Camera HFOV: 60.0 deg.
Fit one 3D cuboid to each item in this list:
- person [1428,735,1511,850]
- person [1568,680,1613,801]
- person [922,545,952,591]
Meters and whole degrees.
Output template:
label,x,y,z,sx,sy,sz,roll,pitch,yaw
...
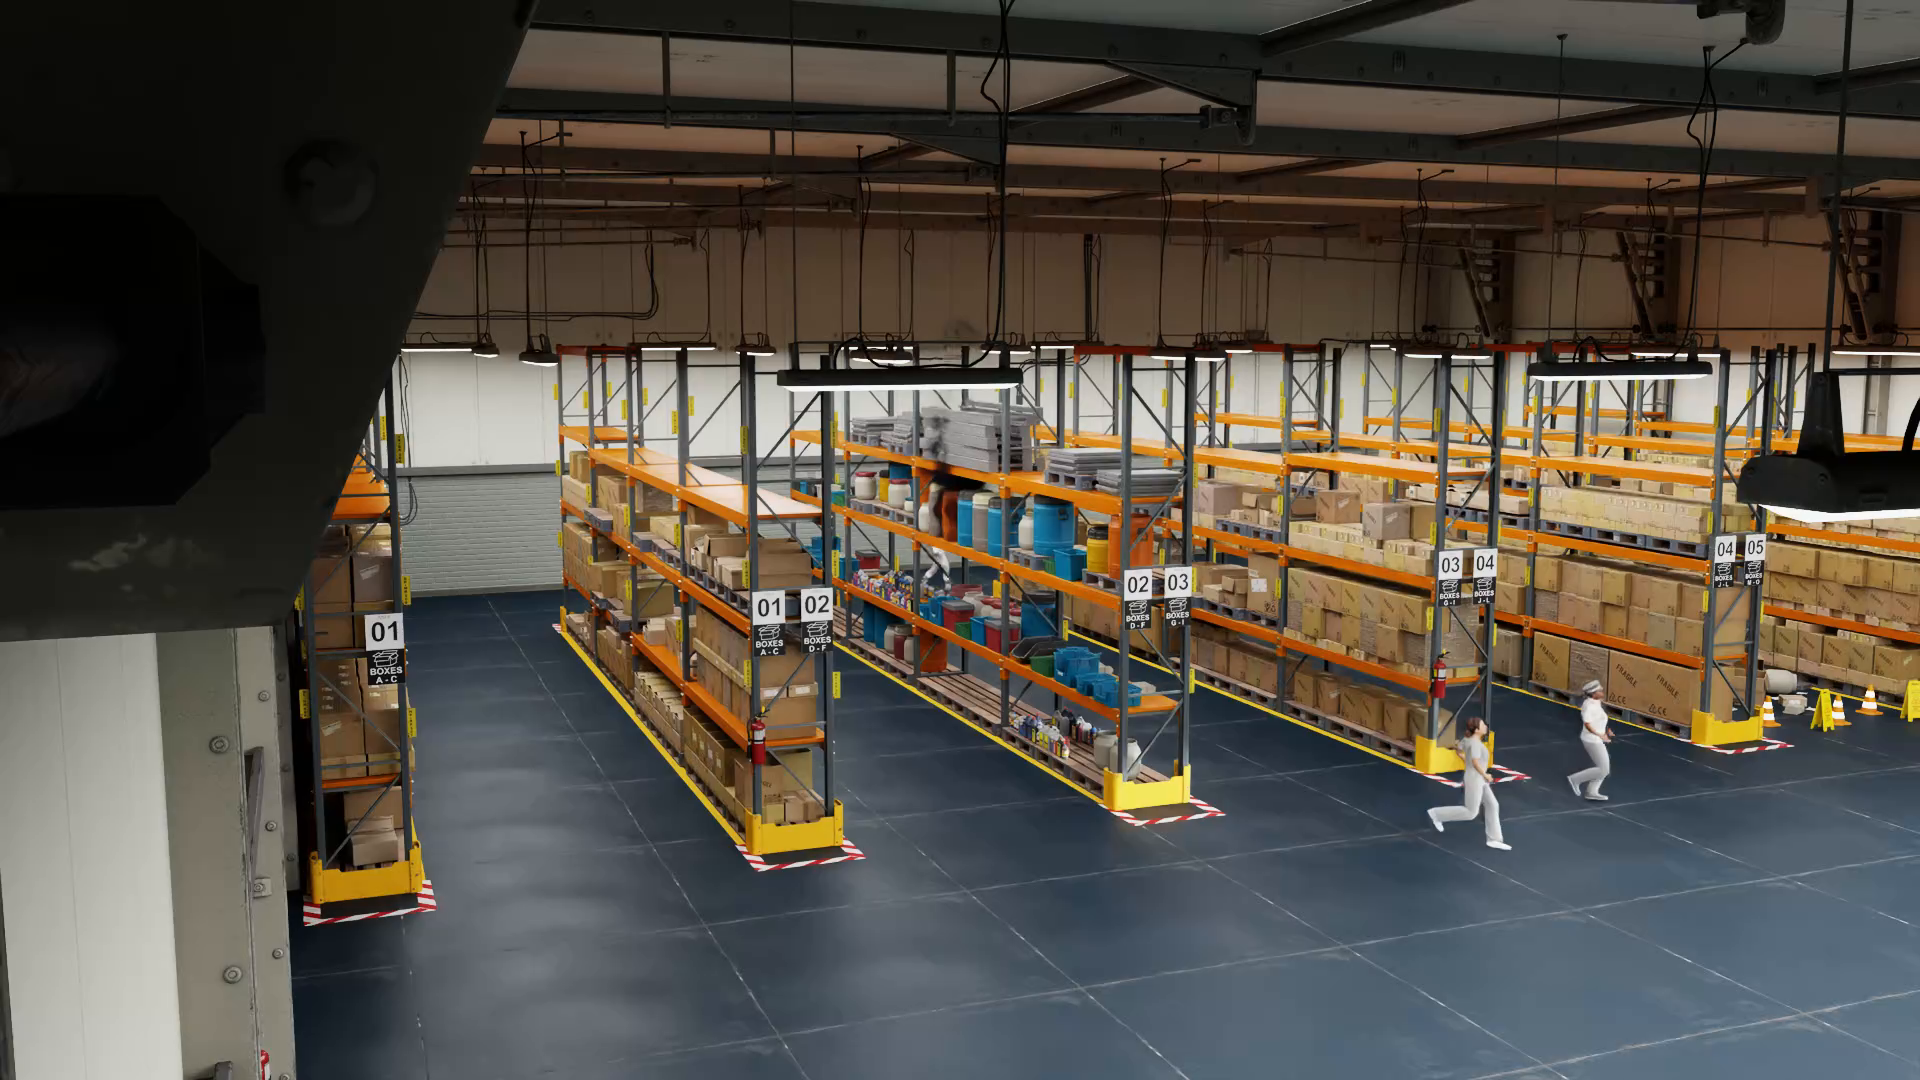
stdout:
label,x,y,z,sx,sy,sz,roll,pitch,yaw
person,6.250,3.090,20.342,1.008,1.409,0.519,2,7,13
person,8.484,2.681,22.335,0.584,1.647,0.573,2,7,14
person,-0.512,0.384,39.864,0.917,1.767,0.646,0,7,-4
